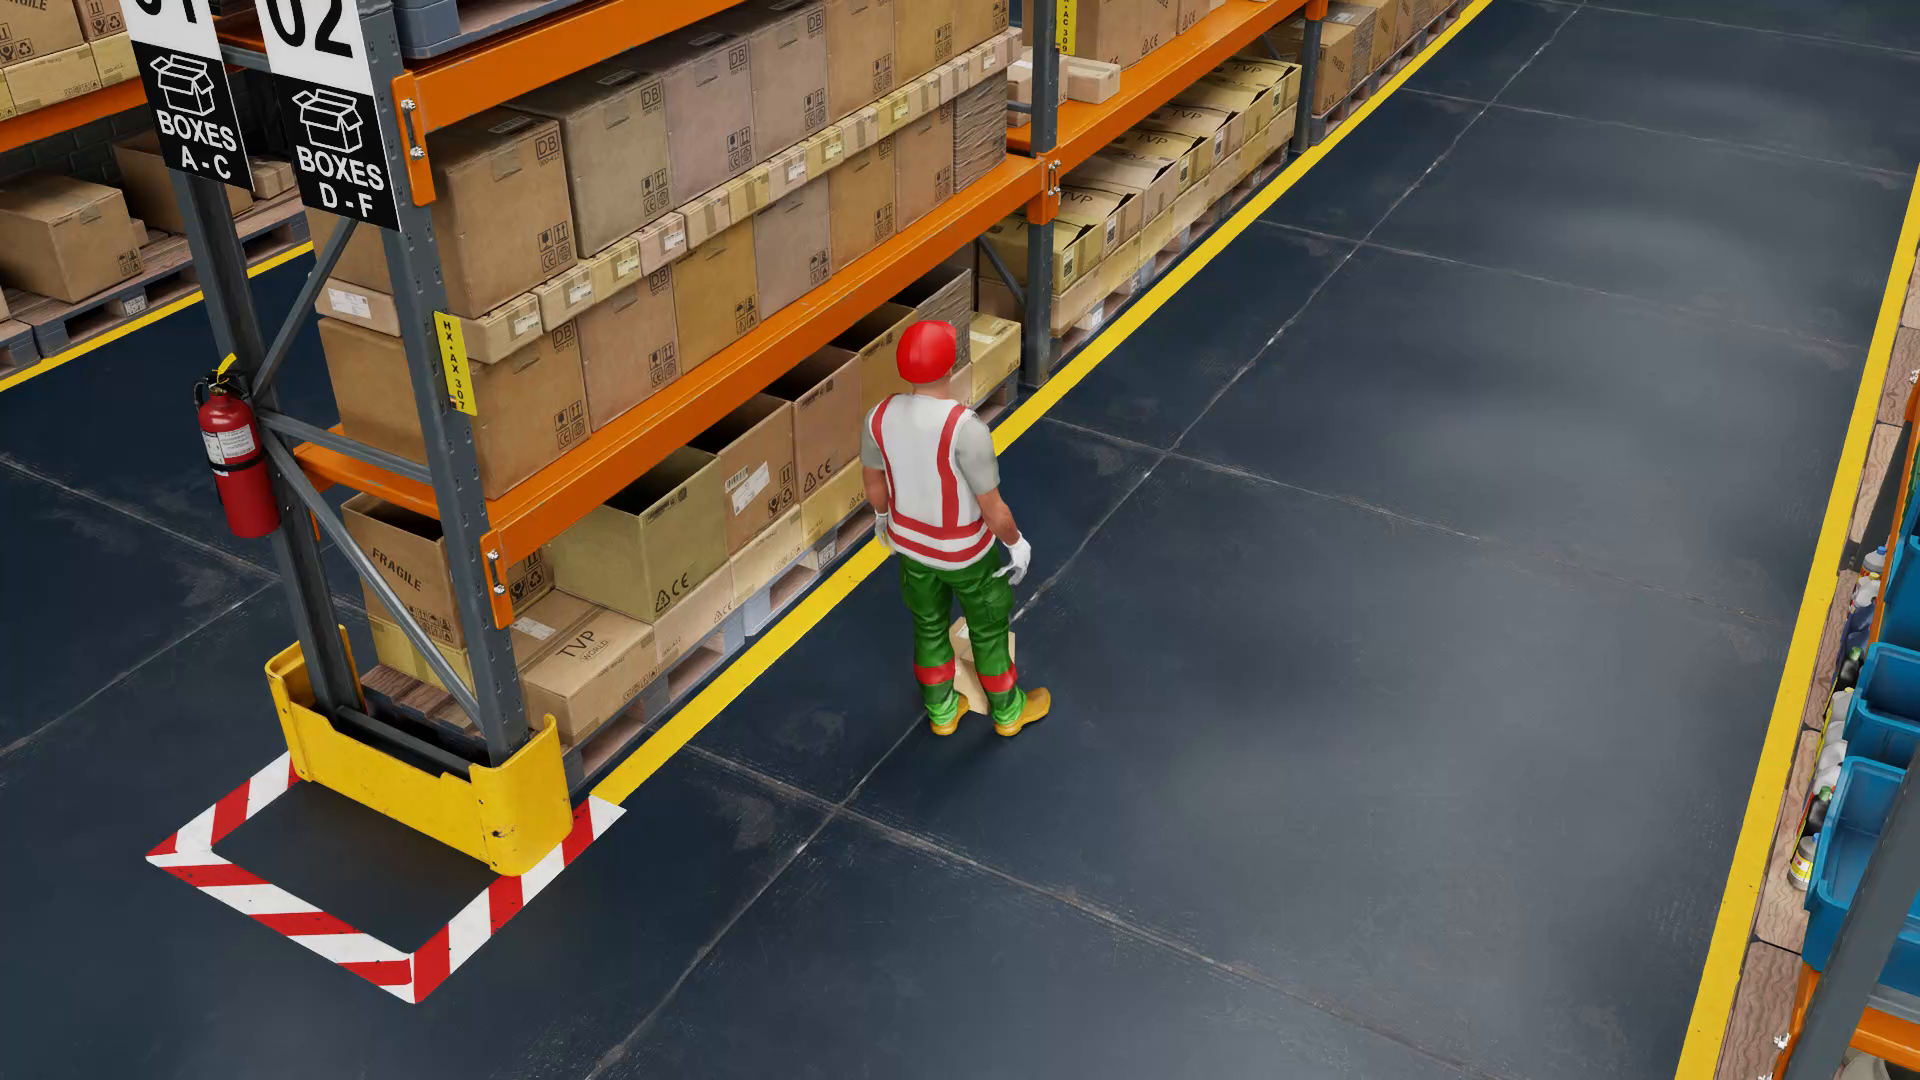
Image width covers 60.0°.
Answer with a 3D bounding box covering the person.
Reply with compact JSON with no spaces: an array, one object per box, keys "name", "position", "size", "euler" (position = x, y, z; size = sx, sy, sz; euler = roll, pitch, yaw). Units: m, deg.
[{"name":"person","position":[-0.011,-0.035,6.154],"size":[0.638,1.789,0.563],"euler":[18,38,24]}]
